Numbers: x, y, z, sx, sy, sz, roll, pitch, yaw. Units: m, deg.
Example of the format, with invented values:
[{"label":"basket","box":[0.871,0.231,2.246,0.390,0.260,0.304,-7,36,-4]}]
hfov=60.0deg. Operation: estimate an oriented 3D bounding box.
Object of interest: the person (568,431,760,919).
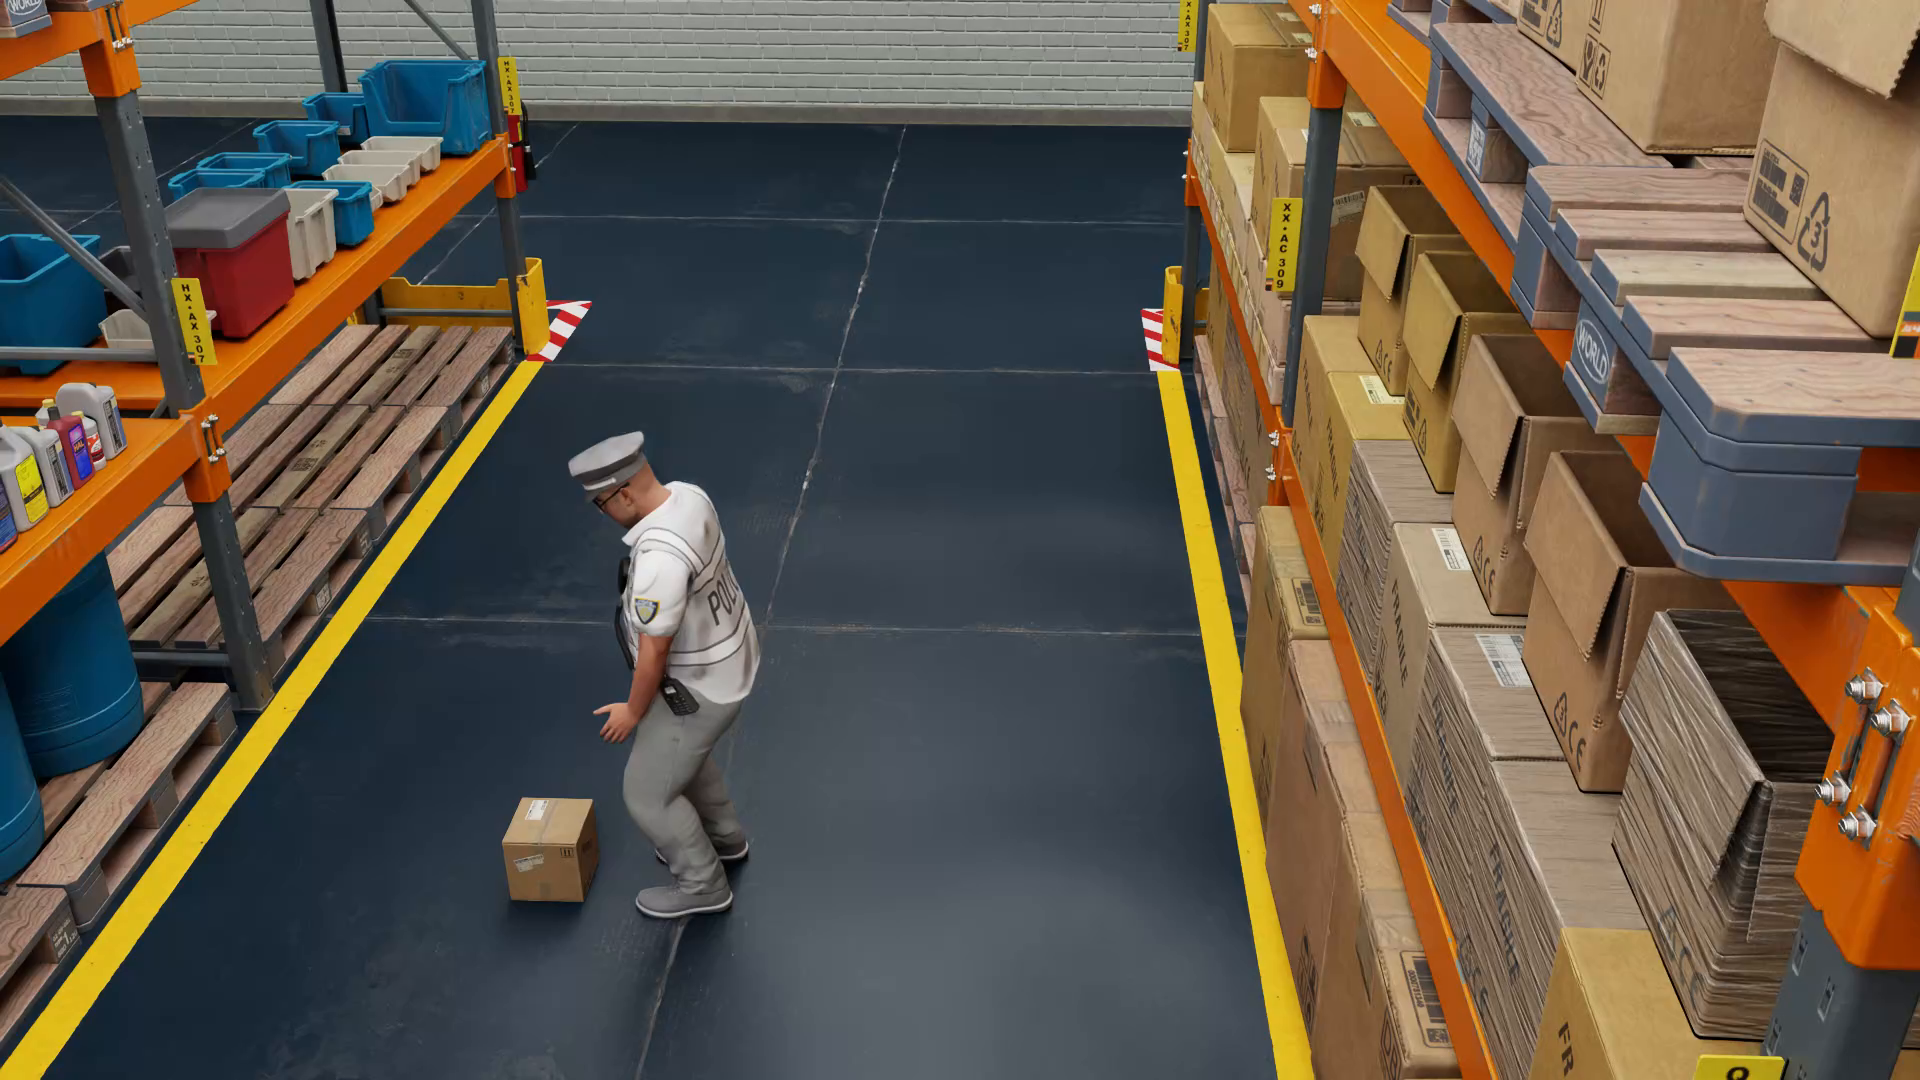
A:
[{"label":"person","box":[-0.914,0.450,5.340,0.517,1.690,0.561,2,28,3]}]
